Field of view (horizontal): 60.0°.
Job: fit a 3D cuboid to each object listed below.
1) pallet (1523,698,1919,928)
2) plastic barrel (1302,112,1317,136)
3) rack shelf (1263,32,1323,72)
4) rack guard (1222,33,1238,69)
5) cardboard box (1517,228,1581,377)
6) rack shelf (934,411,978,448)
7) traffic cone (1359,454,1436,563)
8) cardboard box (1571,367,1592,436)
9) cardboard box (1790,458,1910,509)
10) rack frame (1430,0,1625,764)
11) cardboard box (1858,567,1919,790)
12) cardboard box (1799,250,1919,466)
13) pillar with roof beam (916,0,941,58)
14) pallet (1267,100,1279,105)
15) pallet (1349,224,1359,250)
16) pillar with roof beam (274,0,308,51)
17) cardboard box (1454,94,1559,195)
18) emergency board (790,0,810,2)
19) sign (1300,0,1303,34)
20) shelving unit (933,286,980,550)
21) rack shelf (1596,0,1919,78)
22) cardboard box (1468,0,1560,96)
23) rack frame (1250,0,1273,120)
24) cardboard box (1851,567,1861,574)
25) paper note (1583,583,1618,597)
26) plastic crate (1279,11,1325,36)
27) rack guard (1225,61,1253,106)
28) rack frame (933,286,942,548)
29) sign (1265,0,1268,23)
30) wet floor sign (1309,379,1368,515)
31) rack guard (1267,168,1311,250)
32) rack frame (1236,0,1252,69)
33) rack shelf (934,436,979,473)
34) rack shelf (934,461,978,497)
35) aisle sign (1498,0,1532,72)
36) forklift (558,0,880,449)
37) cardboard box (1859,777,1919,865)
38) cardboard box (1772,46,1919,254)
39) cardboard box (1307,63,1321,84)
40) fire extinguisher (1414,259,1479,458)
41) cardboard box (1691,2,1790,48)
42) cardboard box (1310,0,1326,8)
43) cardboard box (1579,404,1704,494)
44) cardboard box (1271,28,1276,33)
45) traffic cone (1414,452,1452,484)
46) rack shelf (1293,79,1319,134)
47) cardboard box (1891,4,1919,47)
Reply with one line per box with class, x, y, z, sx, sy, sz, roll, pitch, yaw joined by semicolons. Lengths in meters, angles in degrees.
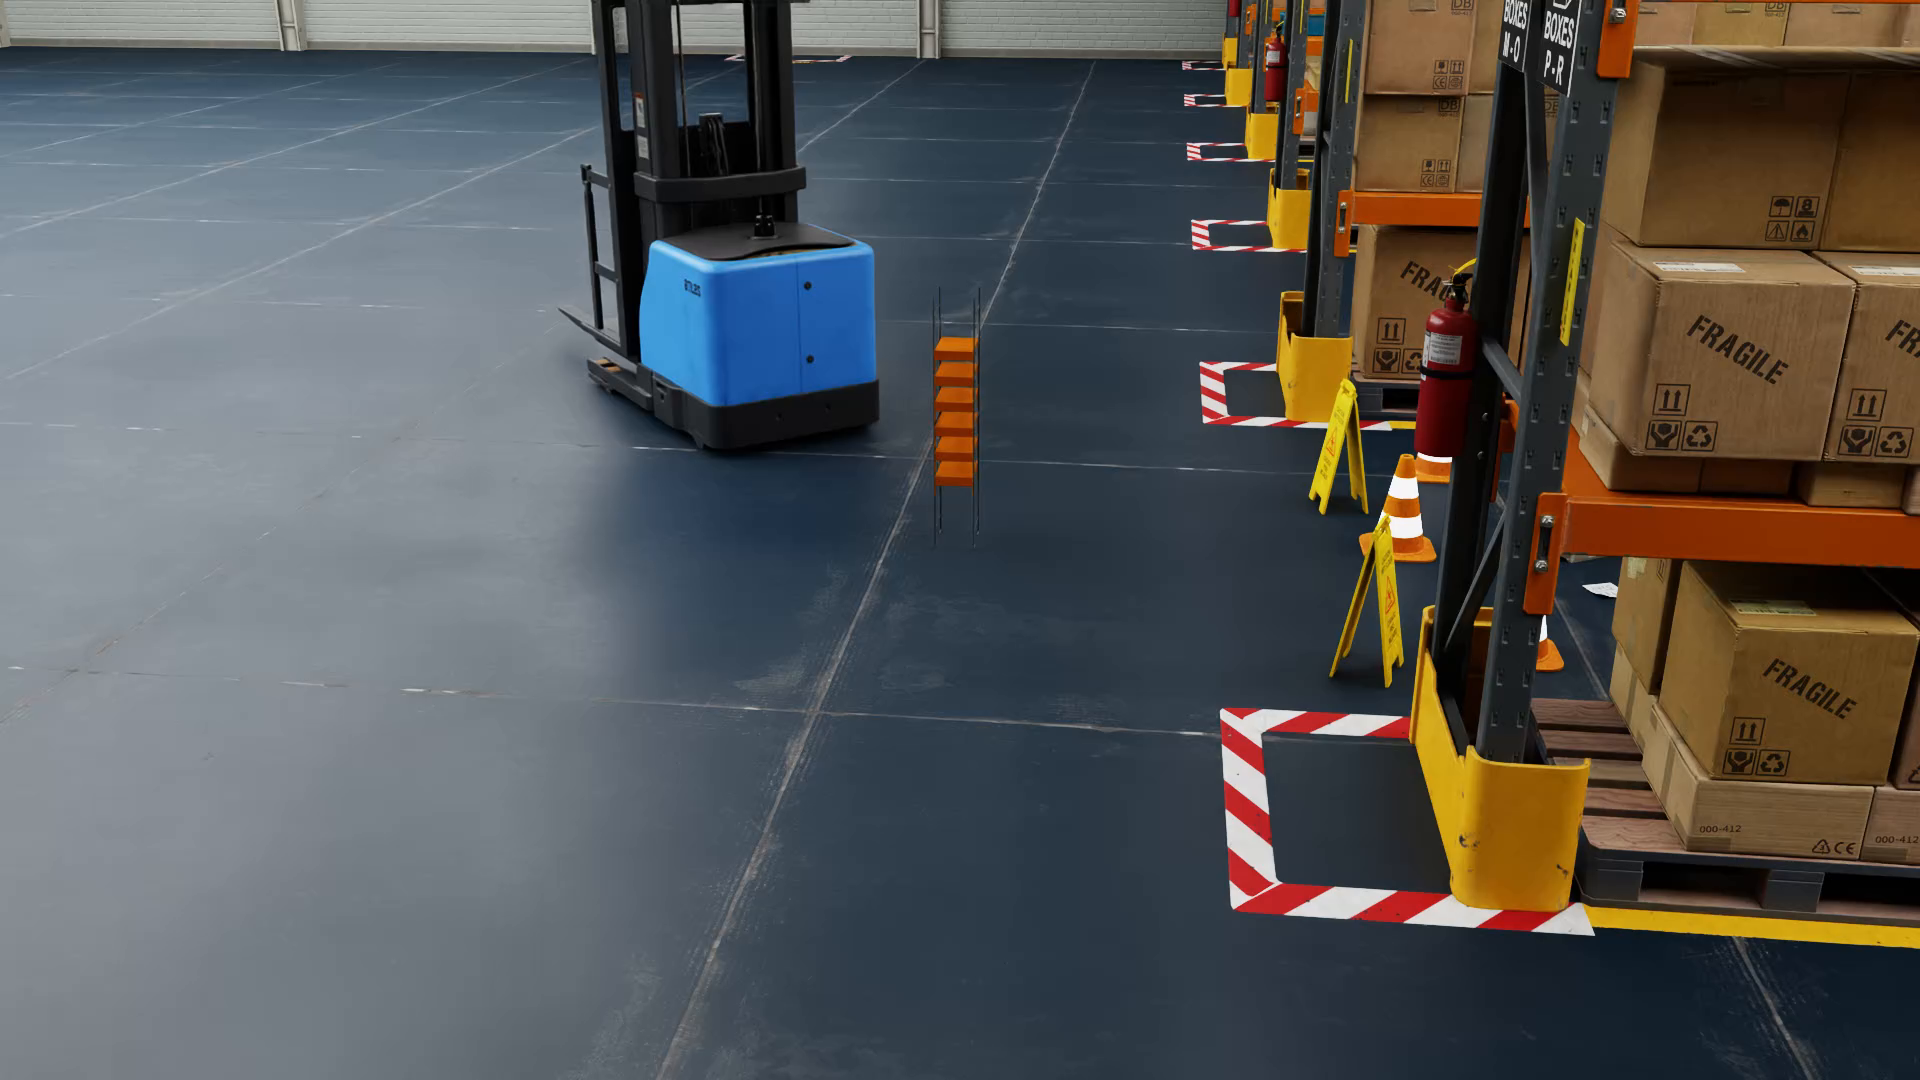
pallet;2.564;0.868;5.457;1.213;0.211;1.003;2;22;6
plastic barrel;4.098;-4.944;19.179;0.421;0.512;0.421;0;22;0
rack shelf;5.422;-5.485;18.713;4.000;0.370;1.077;2;22;6
rack guard;4.677;-8.358;28.400;0.348;0.500;1.175;2;22;6
cardboard box;3.724;-1.456;9.862;0.875;0.875;0.875;2;22;5
rack shelf;-0.014;-0.517;7.737;0.180;0.103;0.258;2;22;6
traffic cone;2.058;-0.173;7.747;0.334;0.463;0.336;2;22;6
cardboard box;2.083;-0.425;5.277;0.250;0.149;0.380;3;22;8
cardboard box;2.506;-0.226;4.773;0.250;0.149;0.380;2;22;5
rack frame;1.686;-0.480;5.074;0.127;3.000;1.000;2;22;6
cardboard box;2.998;0.412;4.965;0.500;0.500;0.500;2;22;4
cardboard box;2.639;-0.522;4.639;0.500;0.500;0.500;3;22;8
pillar with roof beam;-1.067;-11.287;24.249;0.400;9.000;9.100;2;22;6
pallet;4.786;-6.400;23.842;1.213;0.211;1.003;2;22;6
pallet;3.731;-2.750;14.609;1.213;0.211;1.003;2;22;6
pillar with roof beam;-12.983;-11.806;25.563;0.400;9.000;9.100;2;22;6
cardboard box;3.091;-2.346;9.590;0.550;0.550;0.875;2;22;6
emergency board;-3.016;-10.197;29.651;0.626;1.169;0.157;2;22;6
sign;2.789;-4.303;13.566;0.005;0.325;0.100;2;22;6
shelving unit;-0.014;-0.559;7.721;0.189;1.200;0.258;2;22;6
rack shelf;3.672;-1.454;4.436;4.000;0.370;1.077;2;22;6
cardboard box;3.089;-2.843;9.379;0.550;0.550;0.875;2;22;6
rack frame;3.435;-5.906;18.800;0.127;3.000;1.000;2;22;6
cardboard box;3.031;0.216;5.464;0.500;0.500;0.500;3;22;8
paper note;2.859;0.215;7.355;0.142;0.019;0.148;-5;22;-12
plastic crate;3.968;-5.925;19.049;0.616;0.251;0.499;2;22;6
rack guard;3.998;-6.553;23.836;0.348;0.500;1.175;2;22;6
rack frame;-0.105;-0.563;7.731;0.006;1.200;0.240;2;22;6
sign;3.366;-5.835;18.241;0.005;0.325;0.100;2;22;6
wet floor sign;1.907;-0.475;8.264;0.232;0.644;0.267;-1;22;-3
rack guard;2.928;-2.932;14.677;0.348;0.500;1.175;2;22;6
rack frame;4.022;-7.715;23.374;0.127;3.000;1.000;2;22;6
rack shelf;-0.014;-0.406;7.781;0.180;0.103;0.258;2;22;6
rack shelf;-0.014;-0.294;7.825;0.180;0.103;0.258;2;22;6
aisle sign;1.659;-1.797;4.871;0.004;0.787;0.394;2;22;6
forklift;-1.664;-2.345;9.885;1.130;2.935;3.031;-13;25;-29
cardboard box;2.961;0.764;5.096;0.500;0.250;0.500;3;22;8
cardboard box;2.721;-1.163;4.900;0.500;0.500;0.700;3;22;7
cardboard box;3.160;-4.044;14.431;0.250;0.149;0.380;2;22;6
fire extinguisher;1.627;-0.617;5.526;0.183;0.674;0.296;2;22;6
cardboard box;4.171;-2.794;9.254;0.500;0.550;0.875;2;22;6
cardboard box;5.006;-7.715;23.240;0.500;0.500;0.700;3;22;8
cardboard box;1.999;-0.273;4.892;0.250;0.149;0.380;3;22;7
cardboard box;4.590;-7.066;23.880;0.500;0.500;0.500;2;22;6
traffic cone;2.529;-0.570;8.753;0.334;0.463;0.336;2;22;6
rack shelf;4.839;-3.677;14.139;4.000;0.370;1.077;2;22;6
cardboard box;5.218;-2.700;9.017;0.550;0.550;0.875;2;22;6
